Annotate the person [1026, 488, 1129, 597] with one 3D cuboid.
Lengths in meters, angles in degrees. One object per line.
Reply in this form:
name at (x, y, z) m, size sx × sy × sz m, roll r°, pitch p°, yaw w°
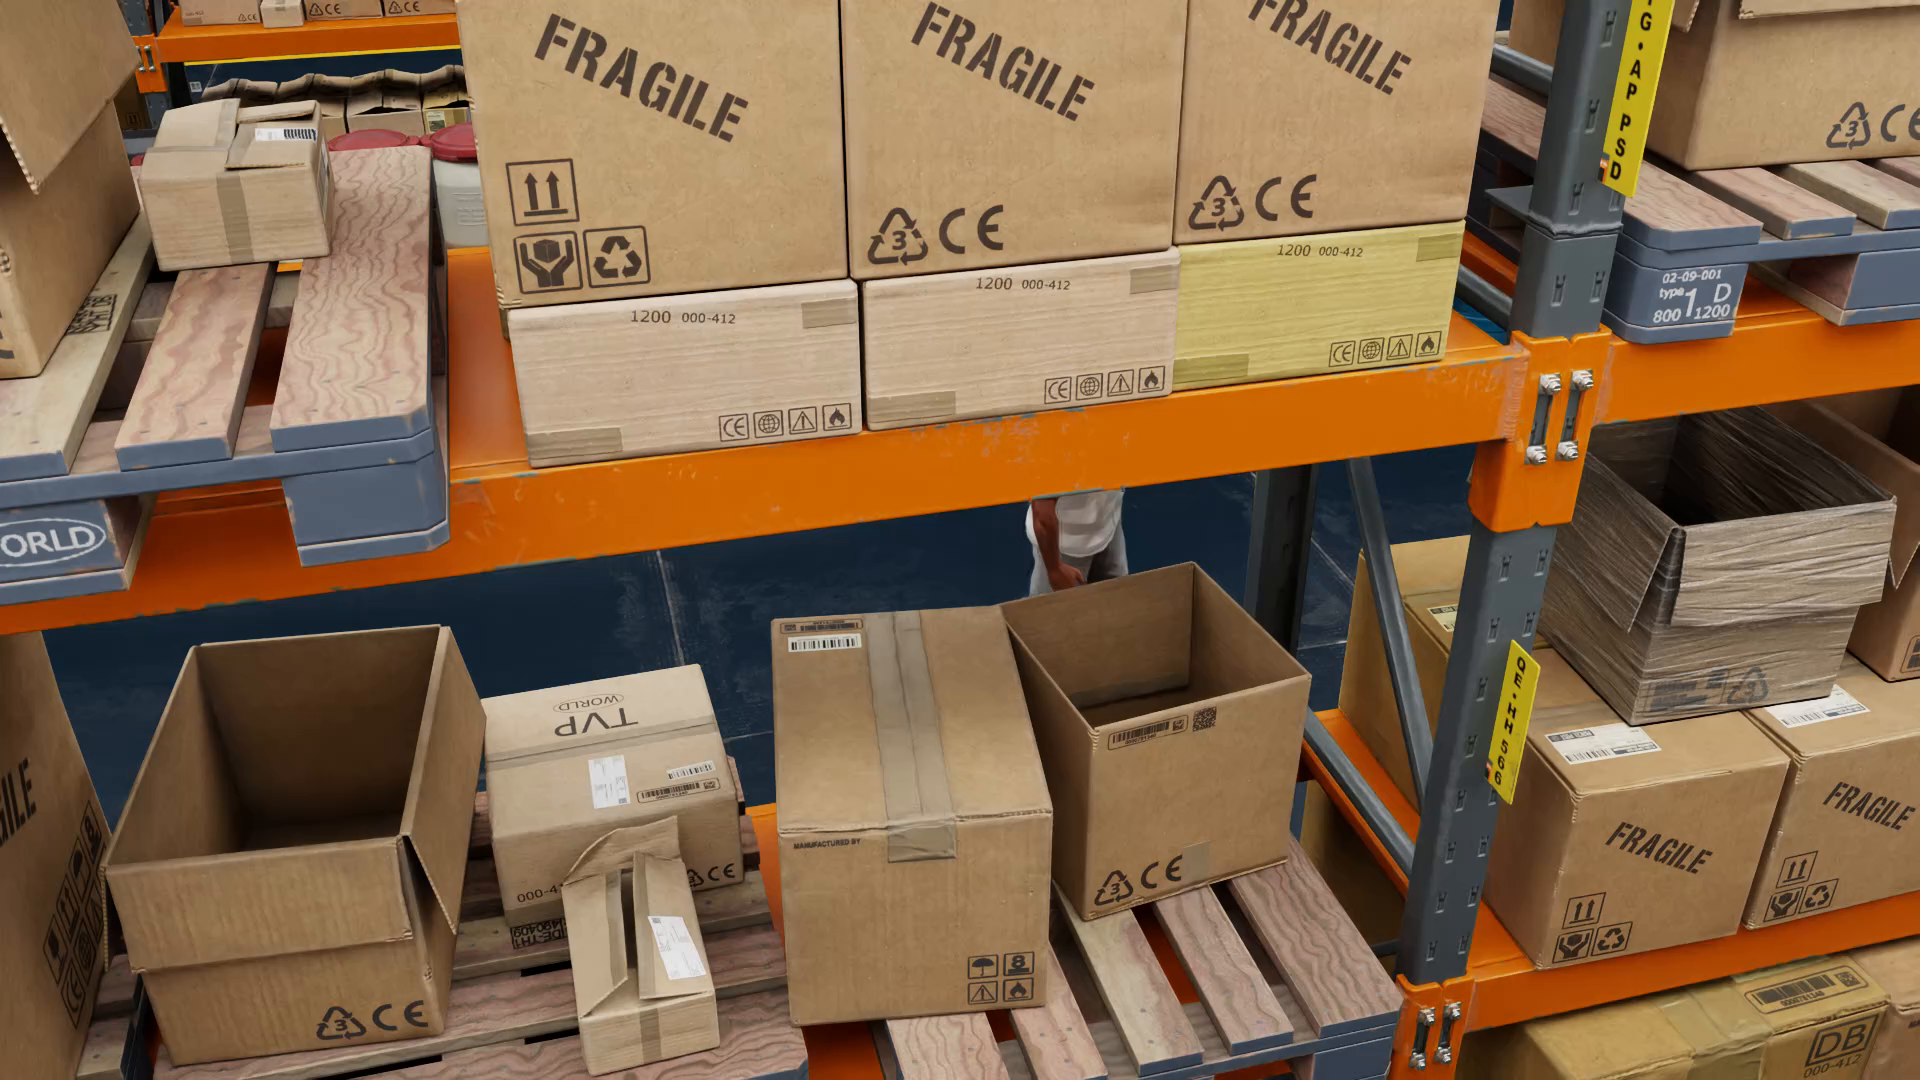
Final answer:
person at (0.402, -0.037, 6.184) m, size 0.723 × 1.755 × 0.635 m, roll 12°, pitch 32°, yaw 20°
